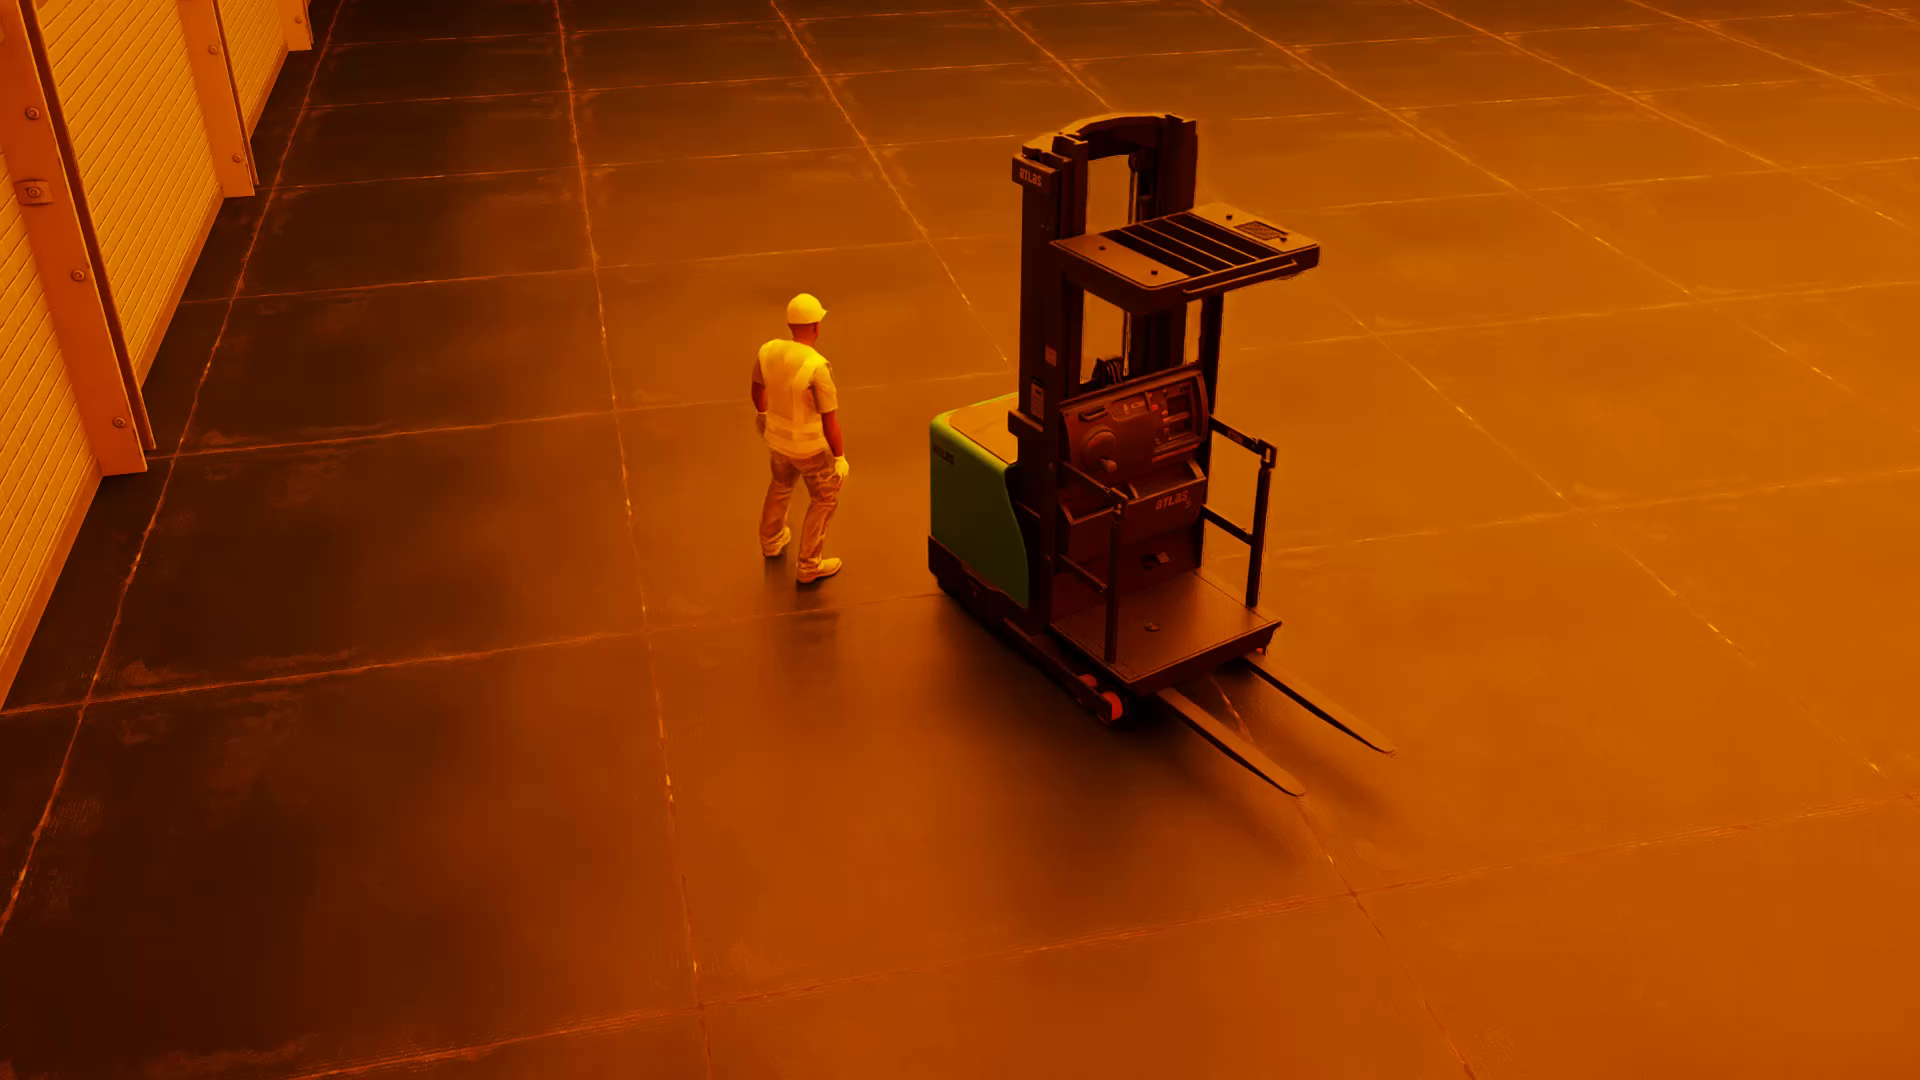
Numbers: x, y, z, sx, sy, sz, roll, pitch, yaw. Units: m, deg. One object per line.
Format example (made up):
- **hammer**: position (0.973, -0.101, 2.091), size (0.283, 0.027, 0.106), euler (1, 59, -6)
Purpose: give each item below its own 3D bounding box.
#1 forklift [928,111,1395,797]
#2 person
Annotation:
- **forklift**: position (1.045, -0.573, 8.564), size (1.130, 2.935, 3.031), euler (-19, 35, -29)
- **person**: position (-0.925, -0.604, 9.796), size (0.828, 1.752, 0.422), euler (23, 37, 34)
